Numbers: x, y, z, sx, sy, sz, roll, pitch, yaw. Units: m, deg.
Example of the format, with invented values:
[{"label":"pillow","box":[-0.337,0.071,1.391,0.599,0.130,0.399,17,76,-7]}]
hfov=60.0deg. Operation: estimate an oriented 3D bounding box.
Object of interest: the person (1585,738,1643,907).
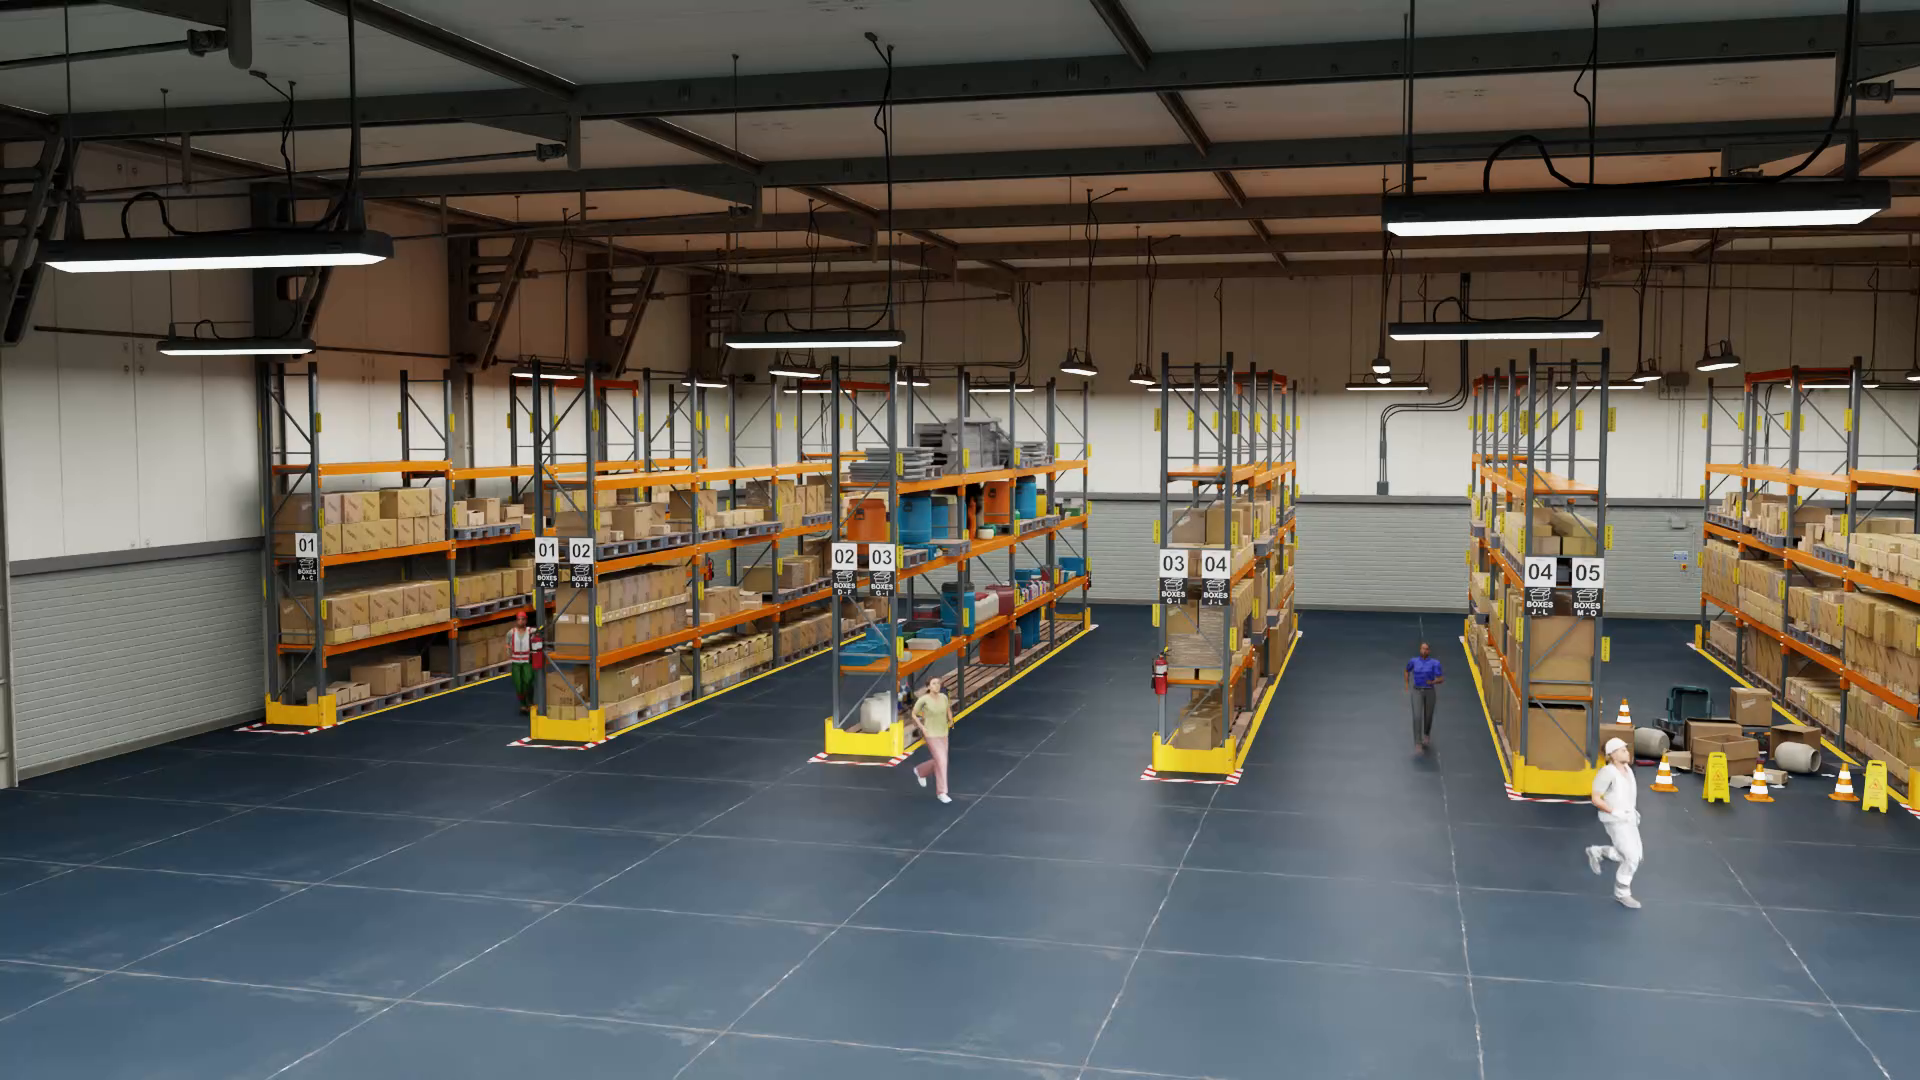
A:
[{"label":"person","box":[6.833,2.925,17.404,0.676,1.725,0.675,-4,5,-42]}]

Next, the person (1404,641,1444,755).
[{"label":"person","box":[7.060,2.381,25.338,0.580,1.654,0.913,1,4,15]}]

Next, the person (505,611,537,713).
[{"label":"person","box":[-7.513,2.107,28.559,0.628,1.753,0.631,0,4,-4]}]

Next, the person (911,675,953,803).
[{"label":"person","box":[-0.350,2.623,22.212,0.573,1.664,0.785,-3,5,-35]}]
